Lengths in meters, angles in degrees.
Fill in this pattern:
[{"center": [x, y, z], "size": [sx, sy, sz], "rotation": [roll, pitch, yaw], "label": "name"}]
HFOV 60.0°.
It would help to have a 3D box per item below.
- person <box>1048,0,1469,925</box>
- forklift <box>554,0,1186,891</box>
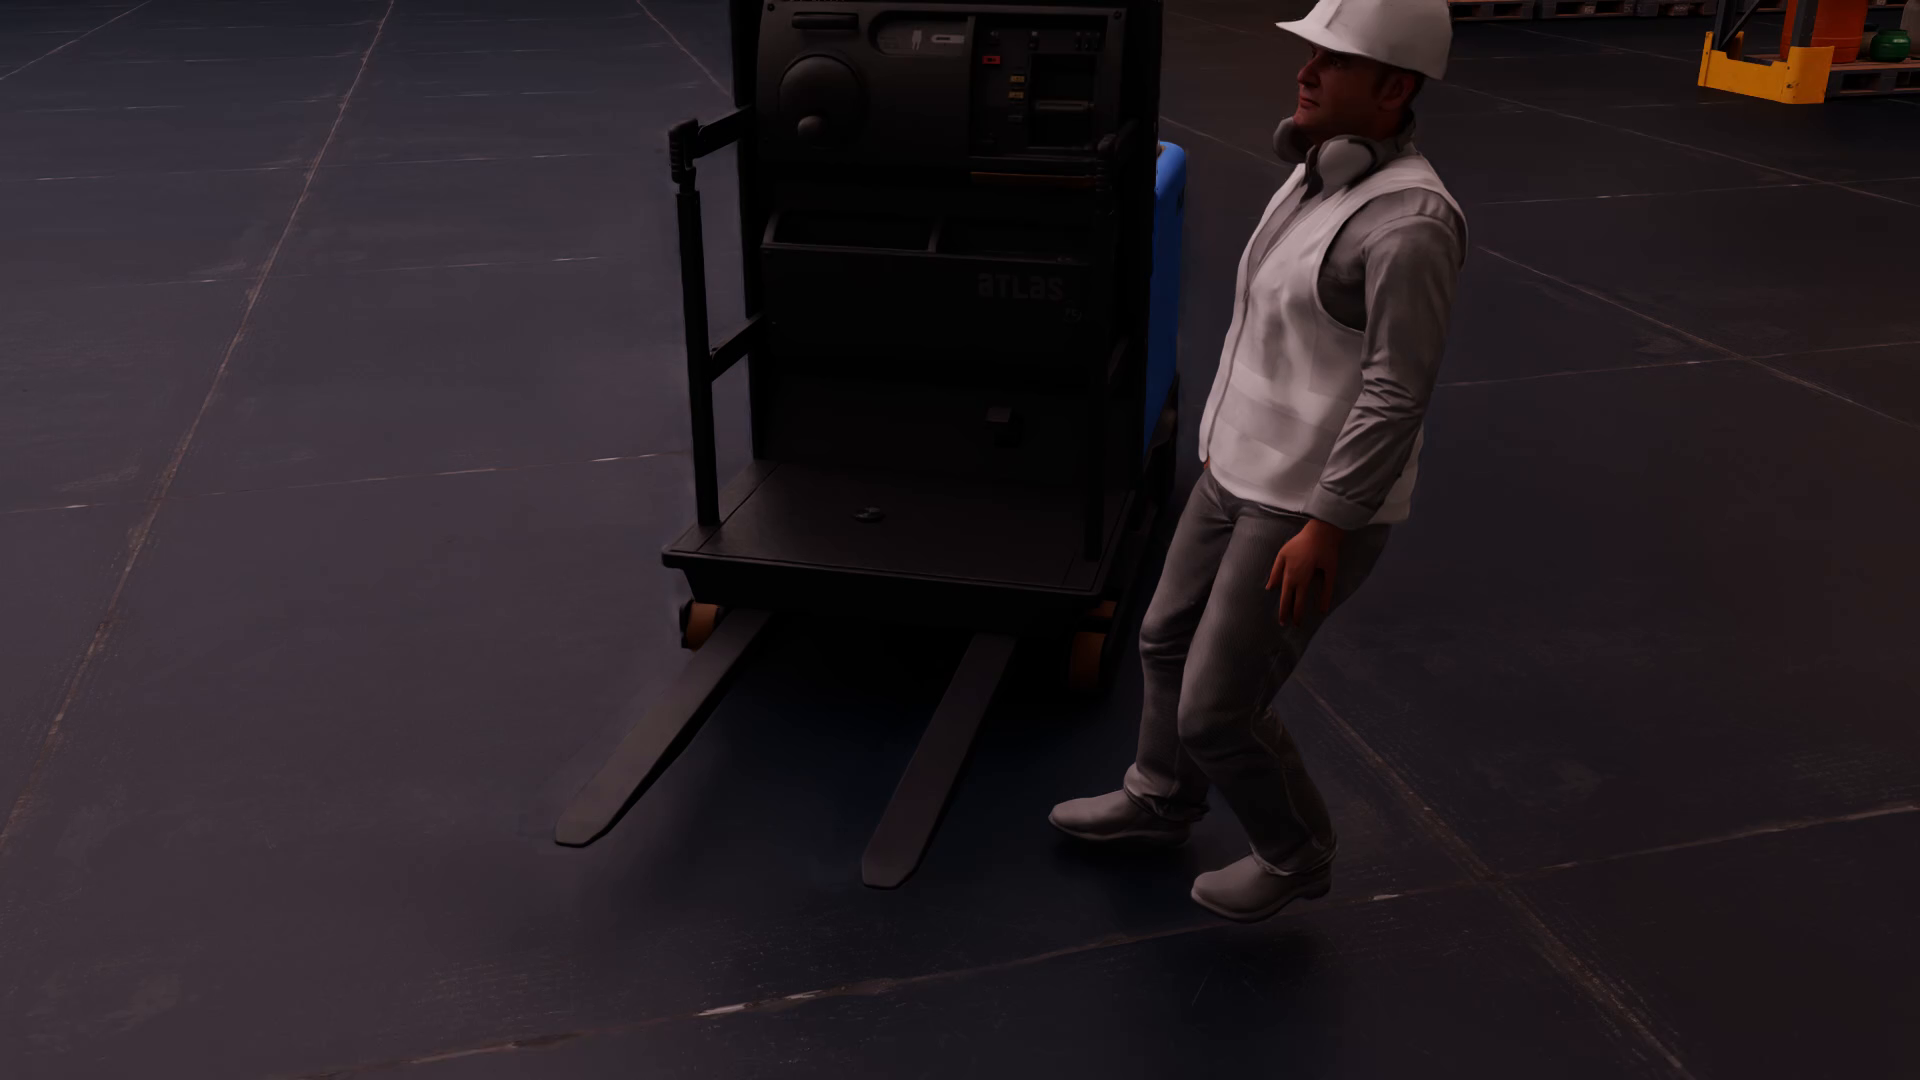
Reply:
[{"center": [0.515, -0.105, 2.959], "size": [0.593, 1.759, 0.663], "rotation": [-3, 23, -7], "label": "person"}, {"center": [-0.101, -1.121, 3.943], "size": [1.130, 2.935, 3.031], "rotation": [5, 24, 12], "label": "forklift"}]
